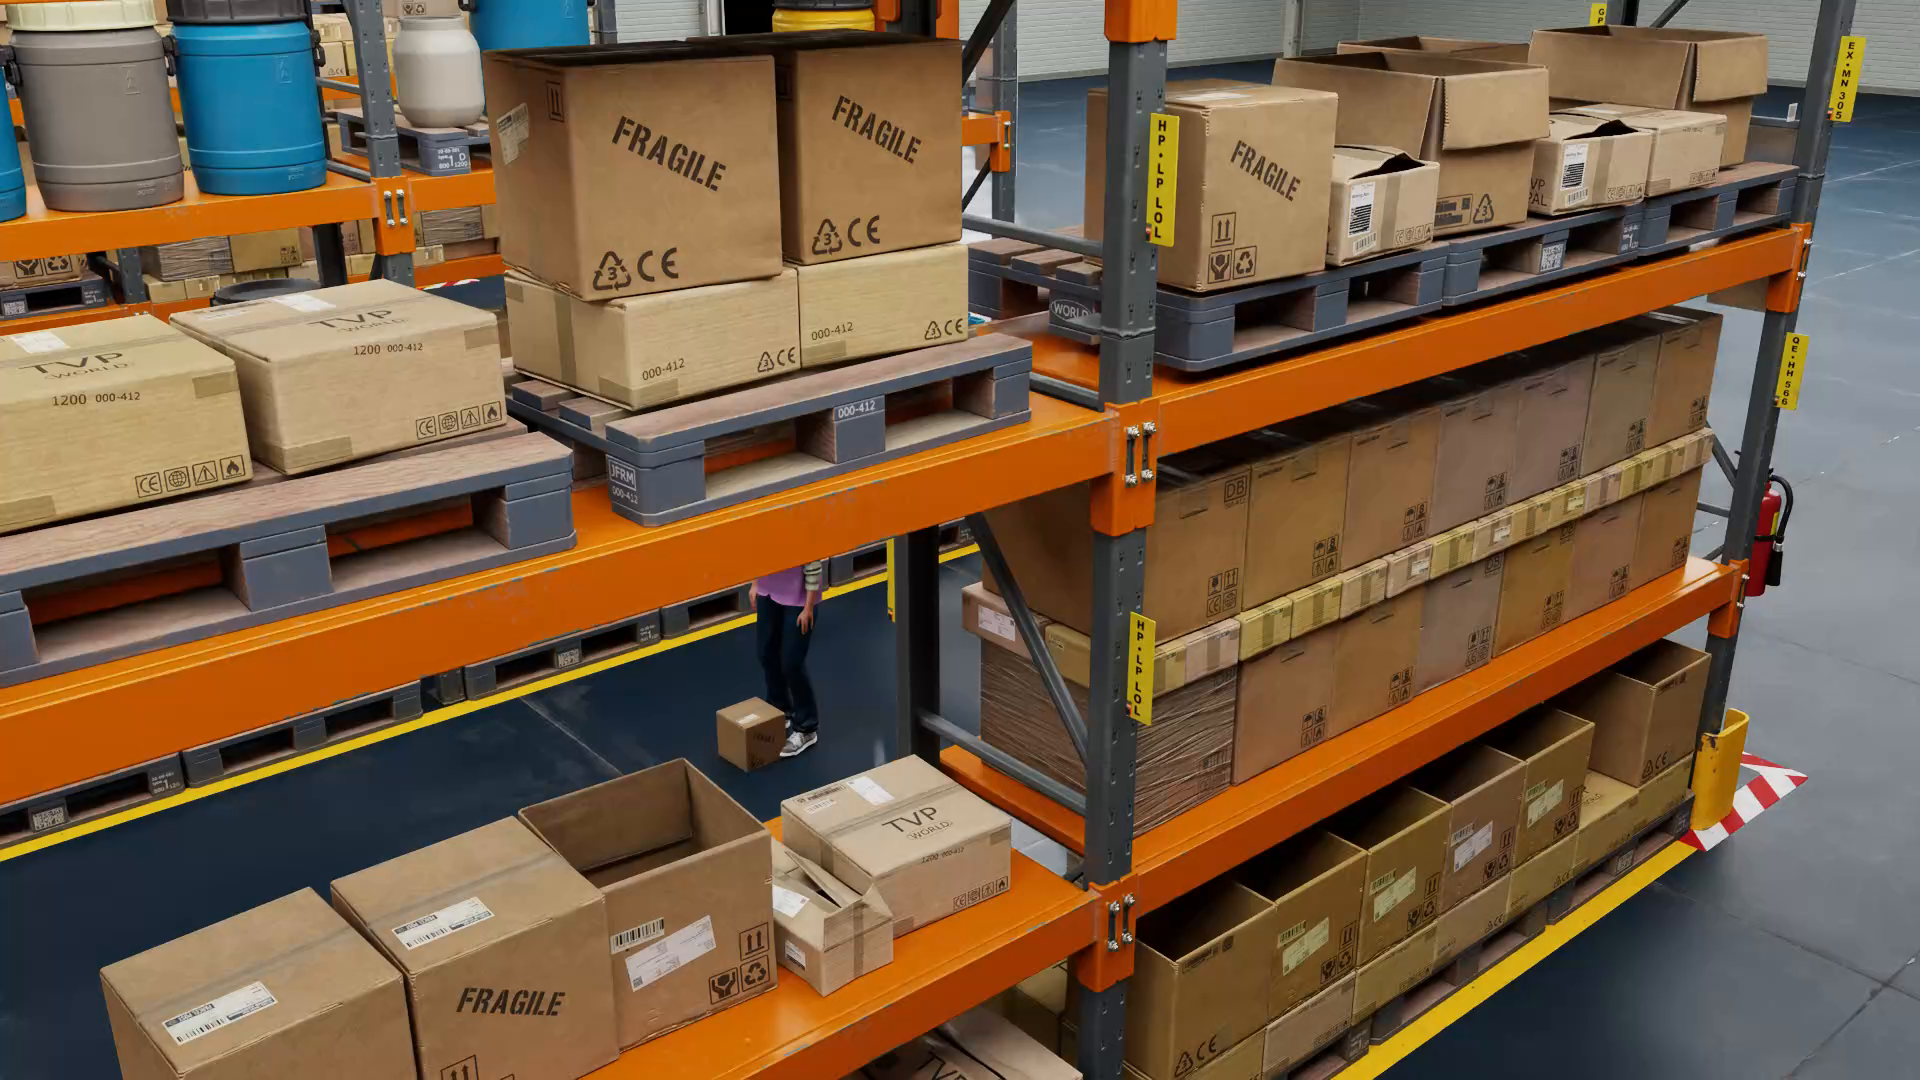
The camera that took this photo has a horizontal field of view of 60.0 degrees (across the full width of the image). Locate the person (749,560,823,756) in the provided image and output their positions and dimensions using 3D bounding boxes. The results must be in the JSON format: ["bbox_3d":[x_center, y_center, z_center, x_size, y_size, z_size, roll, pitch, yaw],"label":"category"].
[{"bbox_3d":[-0.880,0.301,8.329,0.347,1.591,0.482,-20,29,-41],"label":"person"}]
